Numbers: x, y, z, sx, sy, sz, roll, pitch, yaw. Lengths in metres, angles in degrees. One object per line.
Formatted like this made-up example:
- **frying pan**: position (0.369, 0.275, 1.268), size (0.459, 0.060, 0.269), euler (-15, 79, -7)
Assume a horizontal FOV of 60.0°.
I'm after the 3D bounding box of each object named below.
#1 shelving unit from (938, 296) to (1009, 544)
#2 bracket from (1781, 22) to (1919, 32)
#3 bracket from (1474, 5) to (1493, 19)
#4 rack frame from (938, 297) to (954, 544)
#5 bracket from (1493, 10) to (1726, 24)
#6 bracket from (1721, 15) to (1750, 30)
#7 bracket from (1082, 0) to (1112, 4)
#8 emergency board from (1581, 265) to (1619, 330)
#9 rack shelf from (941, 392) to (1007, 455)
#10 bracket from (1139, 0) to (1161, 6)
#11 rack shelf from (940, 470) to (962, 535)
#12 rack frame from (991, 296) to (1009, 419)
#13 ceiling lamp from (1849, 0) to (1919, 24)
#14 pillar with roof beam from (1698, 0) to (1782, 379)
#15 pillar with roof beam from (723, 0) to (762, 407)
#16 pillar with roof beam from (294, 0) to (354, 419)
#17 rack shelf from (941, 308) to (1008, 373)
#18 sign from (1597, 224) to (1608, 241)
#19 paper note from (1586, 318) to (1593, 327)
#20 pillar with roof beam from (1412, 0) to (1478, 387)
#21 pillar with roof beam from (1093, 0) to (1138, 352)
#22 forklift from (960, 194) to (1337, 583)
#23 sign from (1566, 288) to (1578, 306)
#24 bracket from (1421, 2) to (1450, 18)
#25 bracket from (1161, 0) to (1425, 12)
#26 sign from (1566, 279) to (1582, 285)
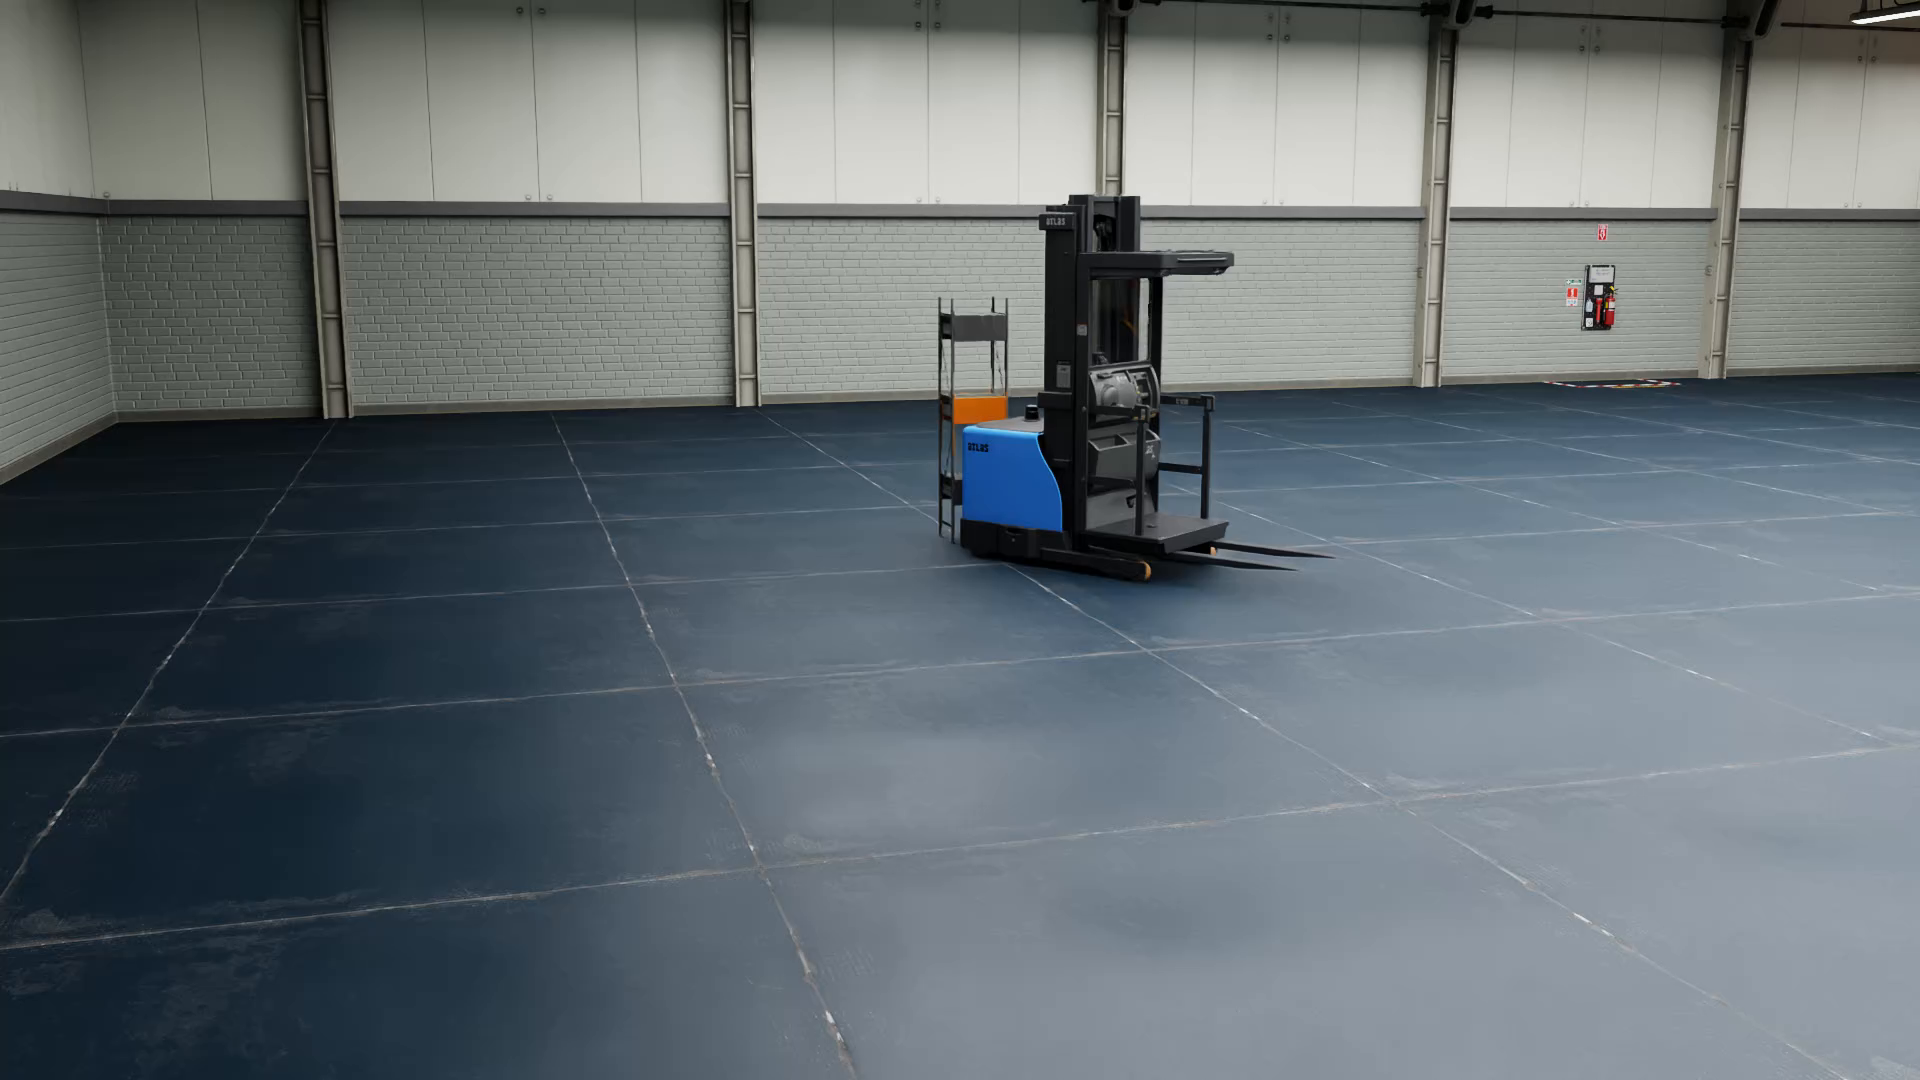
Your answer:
- **shelving unit**: position (0.113, -1.046, 14.428), size (0.503, 2.100, 0.431), euler (-3, 11, -18)
- **bracket**: position (16.935, -9.297, 30.251), size (4.783, 0.066, 0.076), euler (-3, 11, -16)
- **bracket**: position (8.700, -8.863, 27.893), size (0.430, 0.232, 0.235), euler (-3, 11, -16)
- **rack frame**: position (-0.120, -1.032, 14.354), size (0.015, 2.100, 0.400), euler (-3, 11, -18)
- **bracket**: position (11.174, -8.993, 28.601), size (4.783, 0.066, 0.076), euler (-3, 11, -16)
- **bracket**: position (13.664, -9.125, 29.314), size (0.430, 0.232, 0.235), euler (-3, 11, -16)
- **bracket**: position (2.142, -8.517, 26.016), size (0.430, 0.232, 0.235), euler (-3, 11, -16)
- **emergency board**: position (11.580, -4.368, 29.989), size (0.643, 1.169, 0.194), euler (-3, 11, -16)
- **rack shelf**: position (0.113, -1.032, 14.430), size (0.480, 0.518, 0.431), euler (-3, 11, -18)
- **bracket**: position (2.939, -8.559, 26.244), size (0.430, 0.232, 0.235), euler (-3, 11, -16)
- **rack shelf**: position (0.113, -0.344, 14.557), size (0.480, 0.518, 0.431), euler (-3, 11, -18)
- **rack frame**: position (0.345, -1.059, 14.501), size (0.015, 2.100, 0.400), euler (-3, 11, -18)
- **ceiling lamp**: position (13.933, -9.371, 24.471), size (0.800, 3.185, 2.000), euler (-3, 11, -16)
- **pillar with roof beam**: position (15.167, -6.689, 26.024), size (0.548, 9.000, 9.100), euler (-3, 11, -16)
- **pillar with roof beam**: position (-2.116, -5.778, 21.077), size (0.548, 9.000, 9.100), euler (-3, 11, -16)
- **pillar with roof beam**: position (-7.877, -5.474, 19.427), size (0.400, 9.000, 9.100), euler (-3, 11, -16)
- **rack shelf**: position (0.112, -1.721, 14.304), size (0.480, 0.518, 0.431), euler (-3, 11, -18)
- **sign**: position (11.544, -5.525, 29.871), size (0.199, 0.298, 0.001), euler (-3, 11, -16)
- **paper note**: position (11.391, -3.938, 30.086), size (0.142, 0.148, 0.016), euler (-3, 11, -16)
- **pillar with roof beam**: position (9.406, -6.385, 24.375), size (0.548, 9.000, 9.100), euler (-3, 11, -16)
- **pillar with roof beam**: position (3.645, -6.081, 22.726), size (0.548, 9.000, 9.100), euler (-3, 11, -16)
- **forklift**: position (1.474, -1.223, 13.093), size (3.031, 2.935, 1.130), euler (8, 13, 37)
- **sign**: position (11.020, -4.376, 29.932), size (0.234, 0.329, 0.001), euler (-3, 11, -16)
- **bracket**: position (7.903, -8.821, 27.665), size (0.430, 0.232, 0.235), euler (-3, 11, -16)
- **bracket**: position (5.413, -8.690, 26.952), size (4.783, 0.066, 0.076), euler (-3, 11, -16)
- **sign**: position (11.027, -4.635, 29.877), size (0.331, 0.109, 0.001), euler (-3, 11, -16)
